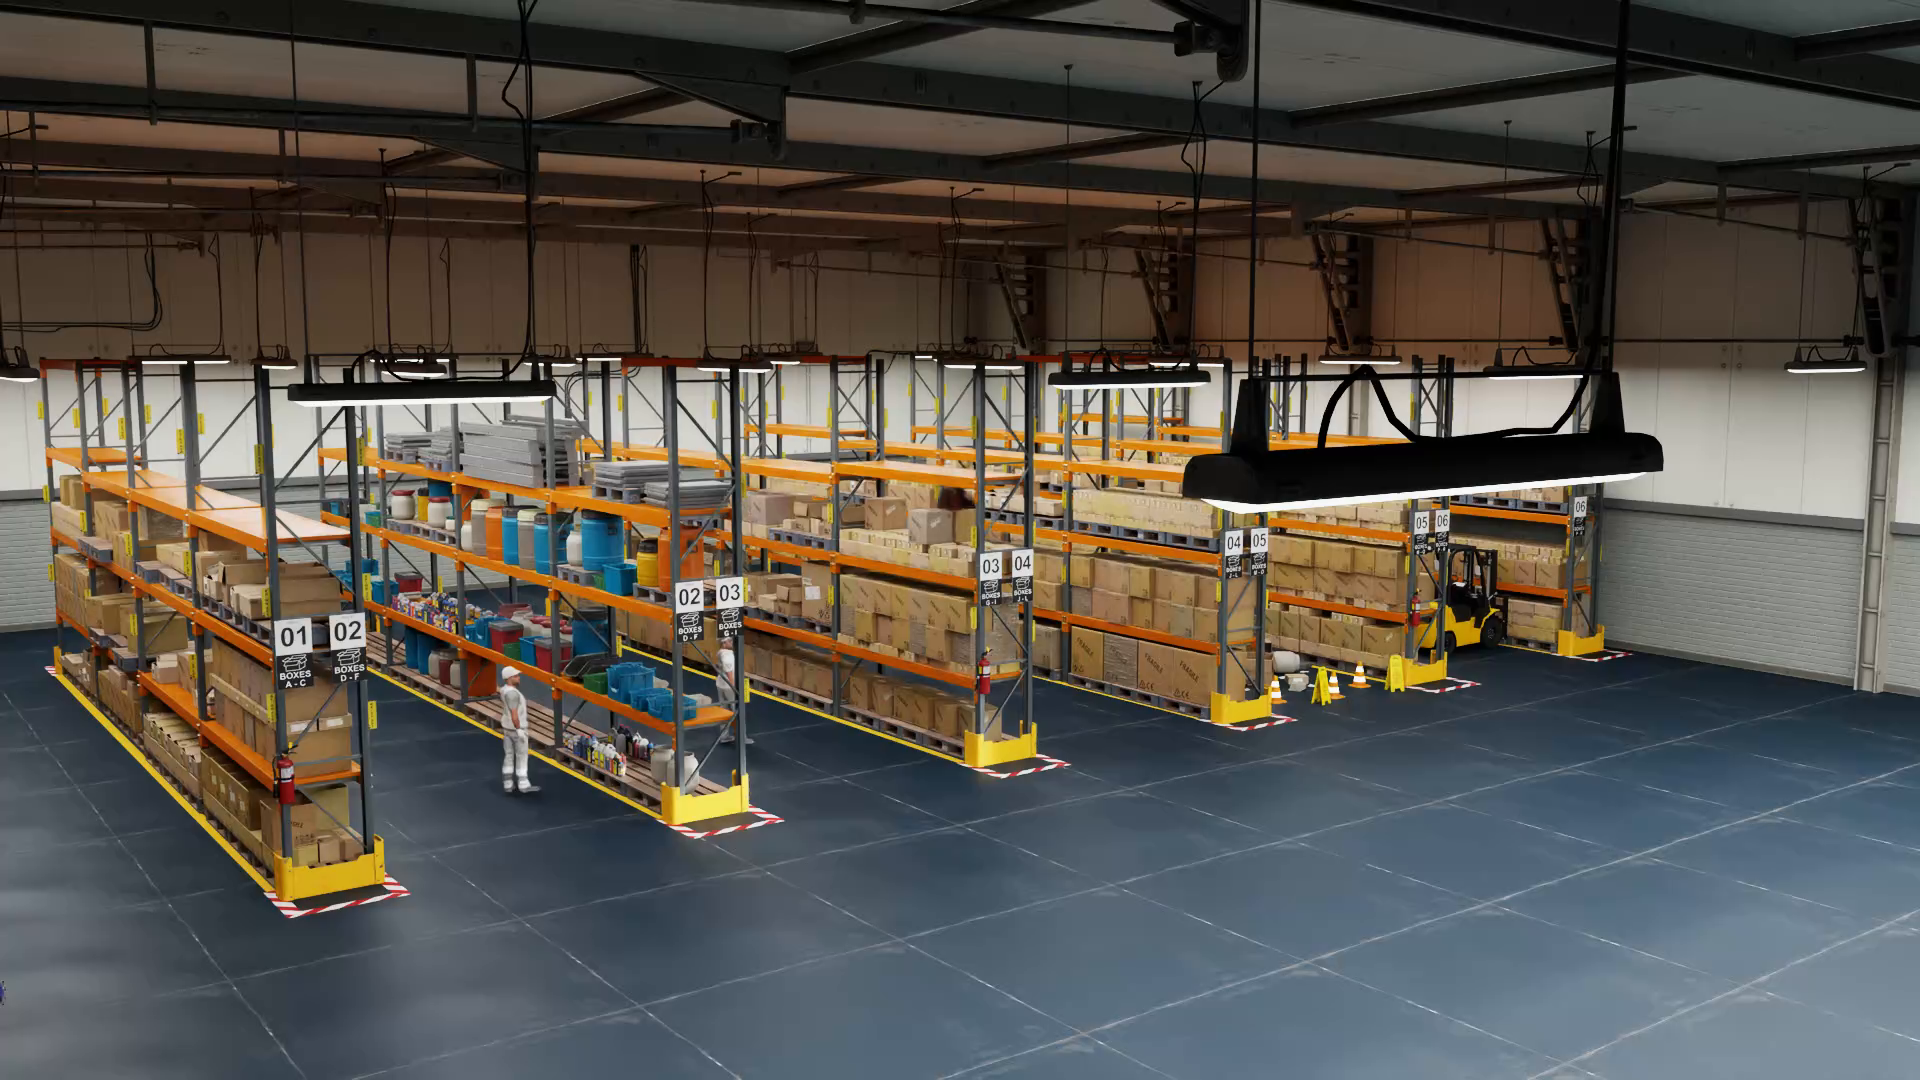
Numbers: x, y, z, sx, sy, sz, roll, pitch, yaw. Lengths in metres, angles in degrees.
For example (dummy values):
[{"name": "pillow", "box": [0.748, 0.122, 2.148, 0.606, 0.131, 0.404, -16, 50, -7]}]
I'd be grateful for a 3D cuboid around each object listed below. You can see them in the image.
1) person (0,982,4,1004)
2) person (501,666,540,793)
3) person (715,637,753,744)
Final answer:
[{"name": "person", "box": [-8.747, 3.781, 14.669, 0.426, 1.662, 0.574, -1, 7, -5]}, {"name": "person", "box": [-6.209, 2.646, 23.342, 0.580, 1.794, 0.476, 7, 10, 44]}, {"name": "person", "box": [-3.585, 2.318, 26.198, 0.516, 1.783, 0.588, -5, 9, -38]}]
